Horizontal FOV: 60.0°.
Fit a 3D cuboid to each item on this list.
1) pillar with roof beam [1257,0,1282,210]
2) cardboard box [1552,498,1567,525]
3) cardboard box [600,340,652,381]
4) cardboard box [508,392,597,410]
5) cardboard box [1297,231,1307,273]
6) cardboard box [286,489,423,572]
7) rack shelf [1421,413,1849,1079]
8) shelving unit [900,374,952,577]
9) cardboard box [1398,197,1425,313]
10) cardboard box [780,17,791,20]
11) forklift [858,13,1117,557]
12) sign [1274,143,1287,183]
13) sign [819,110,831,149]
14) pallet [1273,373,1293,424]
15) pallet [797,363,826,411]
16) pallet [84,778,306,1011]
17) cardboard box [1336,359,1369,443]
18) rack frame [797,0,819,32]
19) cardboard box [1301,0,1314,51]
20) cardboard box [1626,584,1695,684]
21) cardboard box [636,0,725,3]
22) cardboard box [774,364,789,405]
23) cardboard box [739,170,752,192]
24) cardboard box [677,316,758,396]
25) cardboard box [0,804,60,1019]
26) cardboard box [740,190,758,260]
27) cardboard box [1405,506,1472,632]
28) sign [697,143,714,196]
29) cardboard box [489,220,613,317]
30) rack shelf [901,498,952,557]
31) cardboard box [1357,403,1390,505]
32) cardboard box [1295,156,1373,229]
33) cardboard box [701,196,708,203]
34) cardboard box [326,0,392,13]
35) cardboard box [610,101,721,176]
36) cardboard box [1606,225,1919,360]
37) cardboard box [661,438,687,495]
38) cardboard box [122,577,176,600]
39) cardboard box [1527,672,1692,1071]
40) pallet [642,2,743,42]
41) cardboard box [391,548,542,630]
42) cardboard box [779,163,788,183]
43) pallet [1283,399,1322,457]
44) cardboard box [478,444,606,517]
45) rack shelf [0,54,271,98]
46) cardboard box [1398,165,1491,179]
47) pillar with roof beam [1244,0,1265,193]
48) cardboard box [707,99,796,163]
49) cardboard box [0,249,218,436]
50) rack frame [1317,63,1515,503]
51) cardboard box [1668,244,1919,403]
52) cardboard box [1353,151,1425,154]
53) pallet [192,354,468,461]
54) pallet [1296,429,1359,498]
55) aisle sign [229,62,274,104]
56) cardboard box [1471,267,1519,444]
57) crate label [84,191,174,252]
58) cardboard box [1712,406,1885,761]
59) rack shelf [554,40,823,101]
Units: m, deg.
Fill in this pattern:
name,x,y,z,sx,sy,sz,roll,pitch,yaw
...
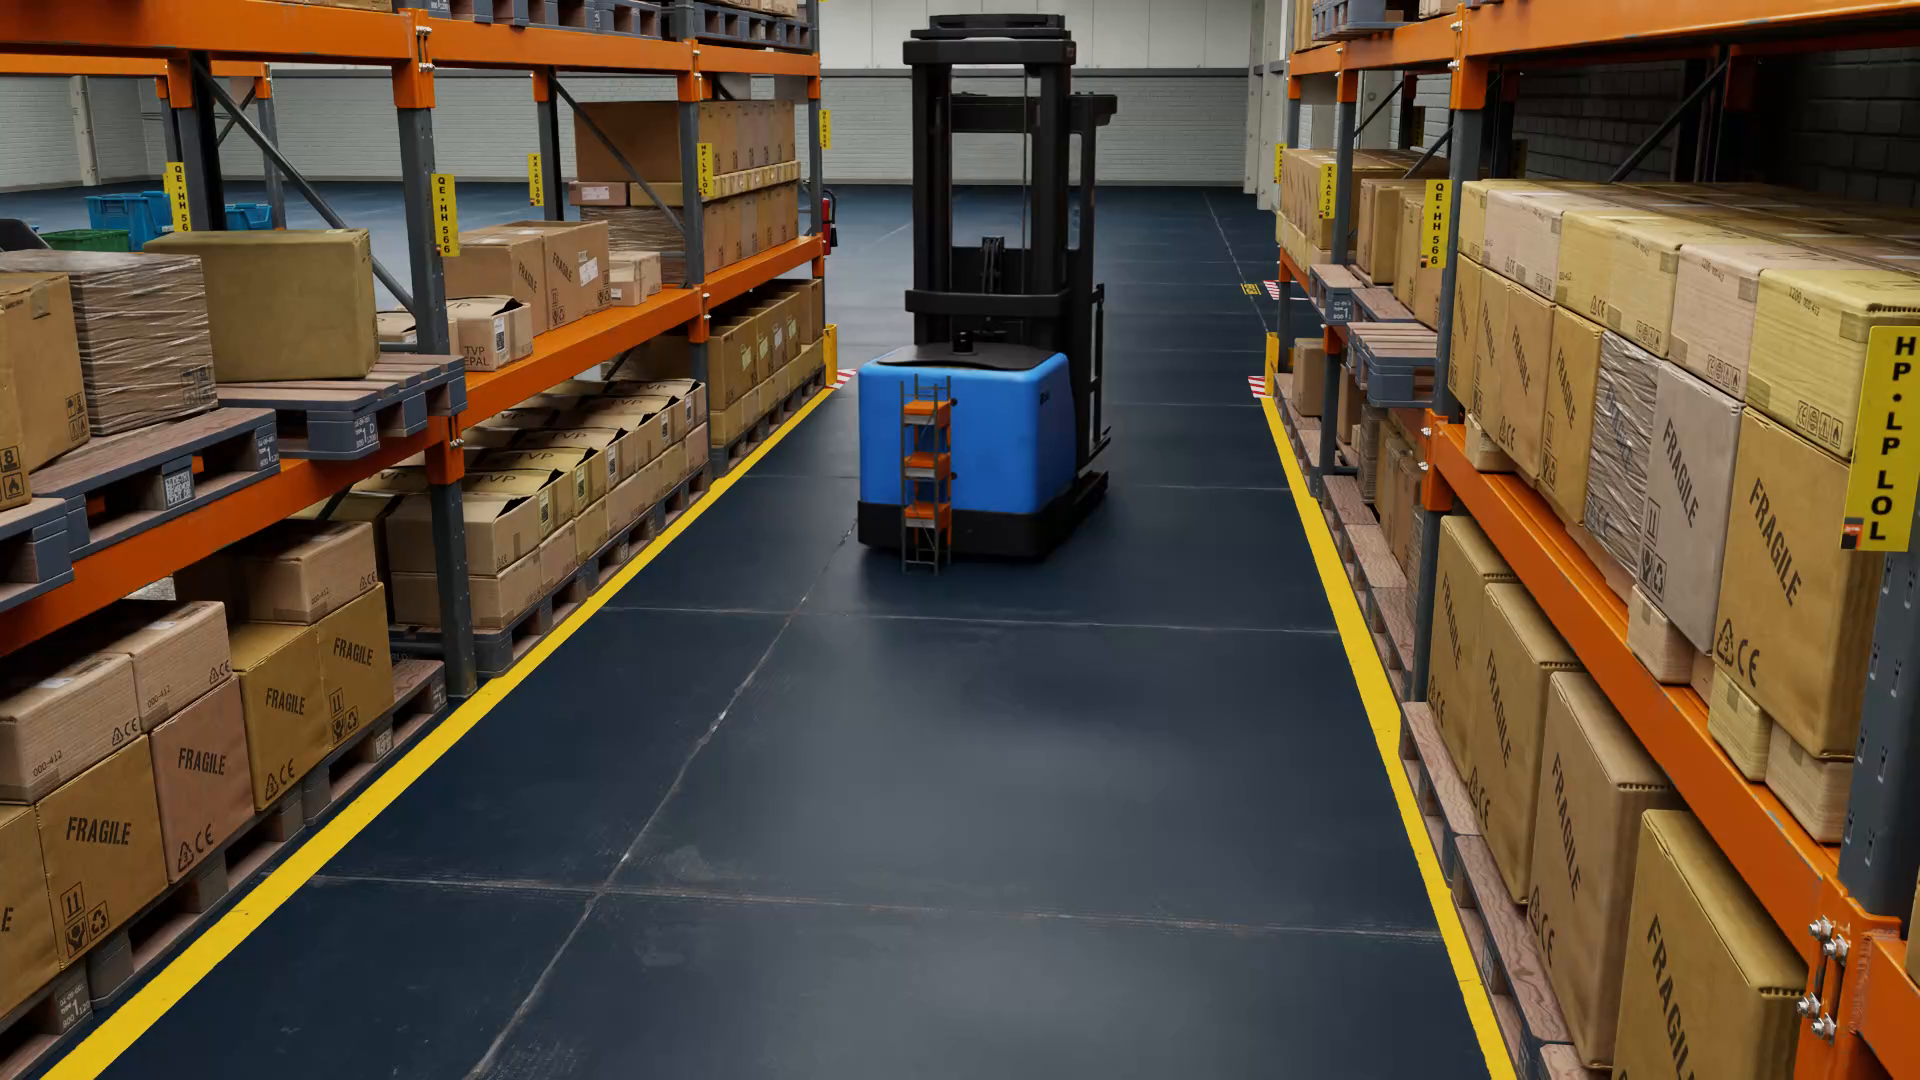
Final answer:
name,x,y,z,sx,sy,sz,roll,pitch,yaw
pillar with roof beam,2.436,-11.760,35.915,9.100,9.000,0.400,2,15,6
cardboard box,1.937,-0.120,4.804,0.380,0.149,0.250,2,15,7
cardboard box,-2.246,-1.321,11.827,0.500,0.500,0.500,2,15,6
cardboard box,-2.505,-0.744,10.056,0.500,0.311,0.500,2,15,6
cardboard box,2.632,-2.012,11.604,0.500,0.250,0.500,2,15,6
cardboard box,-2.786,-0.079,7.598,0.500,0.311,0.500,2,15,8
rack shelf,2.096,0.221,4.477,1.077,0.370,4.000,2,15,6
shelving unit,-0.182,-0.348,8.939,0.215,1.050,0.252,4,16,15
cardboard box,2.484,-1.352,7.880,0.700,0.500,0.500,2,15,6
cardboard box,-1.767,-4.484,13.482,0.797,0.503,0.637,3,15,10
forklift,0.325,-1.665,10.205,1.130,2.935,3.031,4,16,15
sign,2.686,-3.154,13.921,0.100,0.325,0.005,2,15,6
sign,-1.160,-3.519,14.256,0.100,0.325,0.005,2,15,6
pallet,3.089,-1.145,13.491,1.003,0.211,1.213,2,15,6
pallet,-1.742,-1.319,14.137,1.003,0.211,1.213,2,15,6
pallet,-2.862,1.064,5.323,1.003,0.211,1.213,2,15,6
cardboard box,2.851,-0.959,11.407,0.500,0.500,0.500,1,15,2
rack frame,-1.698,-5.761,13.728,1.000,3.000,0.127,2,15,6
cardboard box,2.788,-3.874,12.264,0.500,0.500,0.500,2,15,9
cardboard box,1.678,0.206,3.598,0.380,0.149,0.250,2,15,6
cardboard box,-1.830,-3.717,10.651,0.500,0.500,0.500,3,15,11
cardboard box,-1.622,-1.203,12.828,0.500,0.250,0.500,2,15,6
cardboard box,-1.755,-2.655,12.299,0.380,0.149,0.250,2,15,6
cardboard box,-1.737,-1.306,11.771,0.500,0.500,0.500,2,15,6
cardboard box,-2.706,0.985,4.220,0.500,0.500,0.500,2,15,7
cardboard box,-1.935,-2.391,12.566,0.700,0.500,0.500,2,15,8
cardboard box,2.352,0.161,7.267,0.700,0.500,0.500,2,15,7
sign,-1.609,-2.335,10.484,0.100,0.325,0.005,2,15,6
cardboard box,-2.311,-1.540,9.421,0.500,0.500,0.500,3,15,10
rack shelf,-0.182,-0.070,9.014,0.215,0.259,0.240,4,16,15
cardboard box,2.707,-0.497,9.699,0.700,0.500,0.500,2,15,8
cardboard box,2.696,-2.508,12.004,0.500,0.500,0.500,2,15,8
cardboard box,-1.898,-2.318,11.054,0.380,0.149,0.250,2,15,7
cardboard box,-2.616,-2.172,6.011,0.910,0.500,0.500,2,15,6
cardboard box,-2.049,-2.748,11.403,0.700,0.500,0.500,2,15,6
cardboard box,1.794,-0.565,3.767,0.500,0.250,0.500,2,15,7
cardboard box,-1.967,-0.456,10.064,0.500,0.250,0.500,1,15,5
cardboard box,-2.989,0.450,6.198,0.500,0.500,0.500,1,15,4
cardboard box,1.912,0.824,4.181,0.750,0.750,0.750,2,15,8
pallet,-2.078,-3.455,11.115,1.003,0.211,1.213,2,15,6
cardboard box,-2.249,0.207,7.612,0.500,0.250,0.500,2,15,6
cardboard box,-1.608,-2.987,13.529,0.380,0.149,0.250,1,15,5
pallet,2.949,-0.829,12.324,1.003,0.211,1.213,2,15,6
cardboard box,-2.139,-0.332,8.532,0.500,0.311,0.500,1,15,5
rack shelf,-6.845,-3.594,12.838,1.077,0.370,4.000,2,15,6
cardboard box,3.034,-2.098,10.485,0.500,0.500,0.500,1,15,5
pillar with roof beam,3.113,-13.317,41.670,9.100,9.000,0.400,2,15,6
cardboard box,-1.769,-3.405,13.831,0.700,0.500,0.500,2,15,6
cardboard box,-2.852,-0.643,5.297,0.700,0.500,0.500,5,16,17
rack frame,2.774,-1.683,10.138,1.000,3.000,0.127,2,15,6
cardboard box,1.737,-0.432,3.278,0.500,0.250,0.500,2,15,7
cardboard box,3.316,-2.761,12.937,0.500,0.500,0.500,2,15,7
pallet,-2.607,-0.520,6.205,1.213,0.211,1.003,2,15,6
pallet,2.814,-0.512,11.150,1.003,0.211,1.213,2,15,6
aisle sign,-6.316,-4.277,14.751,0.394,0.787,0.004,2,15,6
cardboard box,1.945,-0.593,5.308,0.500,0.500,0.500,2,15,8
crate label,-6.558,-2.544,13.254,0.502,0.435,0.616,2,15,6
cardboard box,1.672,0.064,2.881,0.500,0.500,0.500,1,15,5
rack shelf,-1.923,-3.447,12.295,1.077,0.370,4.000,2,15,6
